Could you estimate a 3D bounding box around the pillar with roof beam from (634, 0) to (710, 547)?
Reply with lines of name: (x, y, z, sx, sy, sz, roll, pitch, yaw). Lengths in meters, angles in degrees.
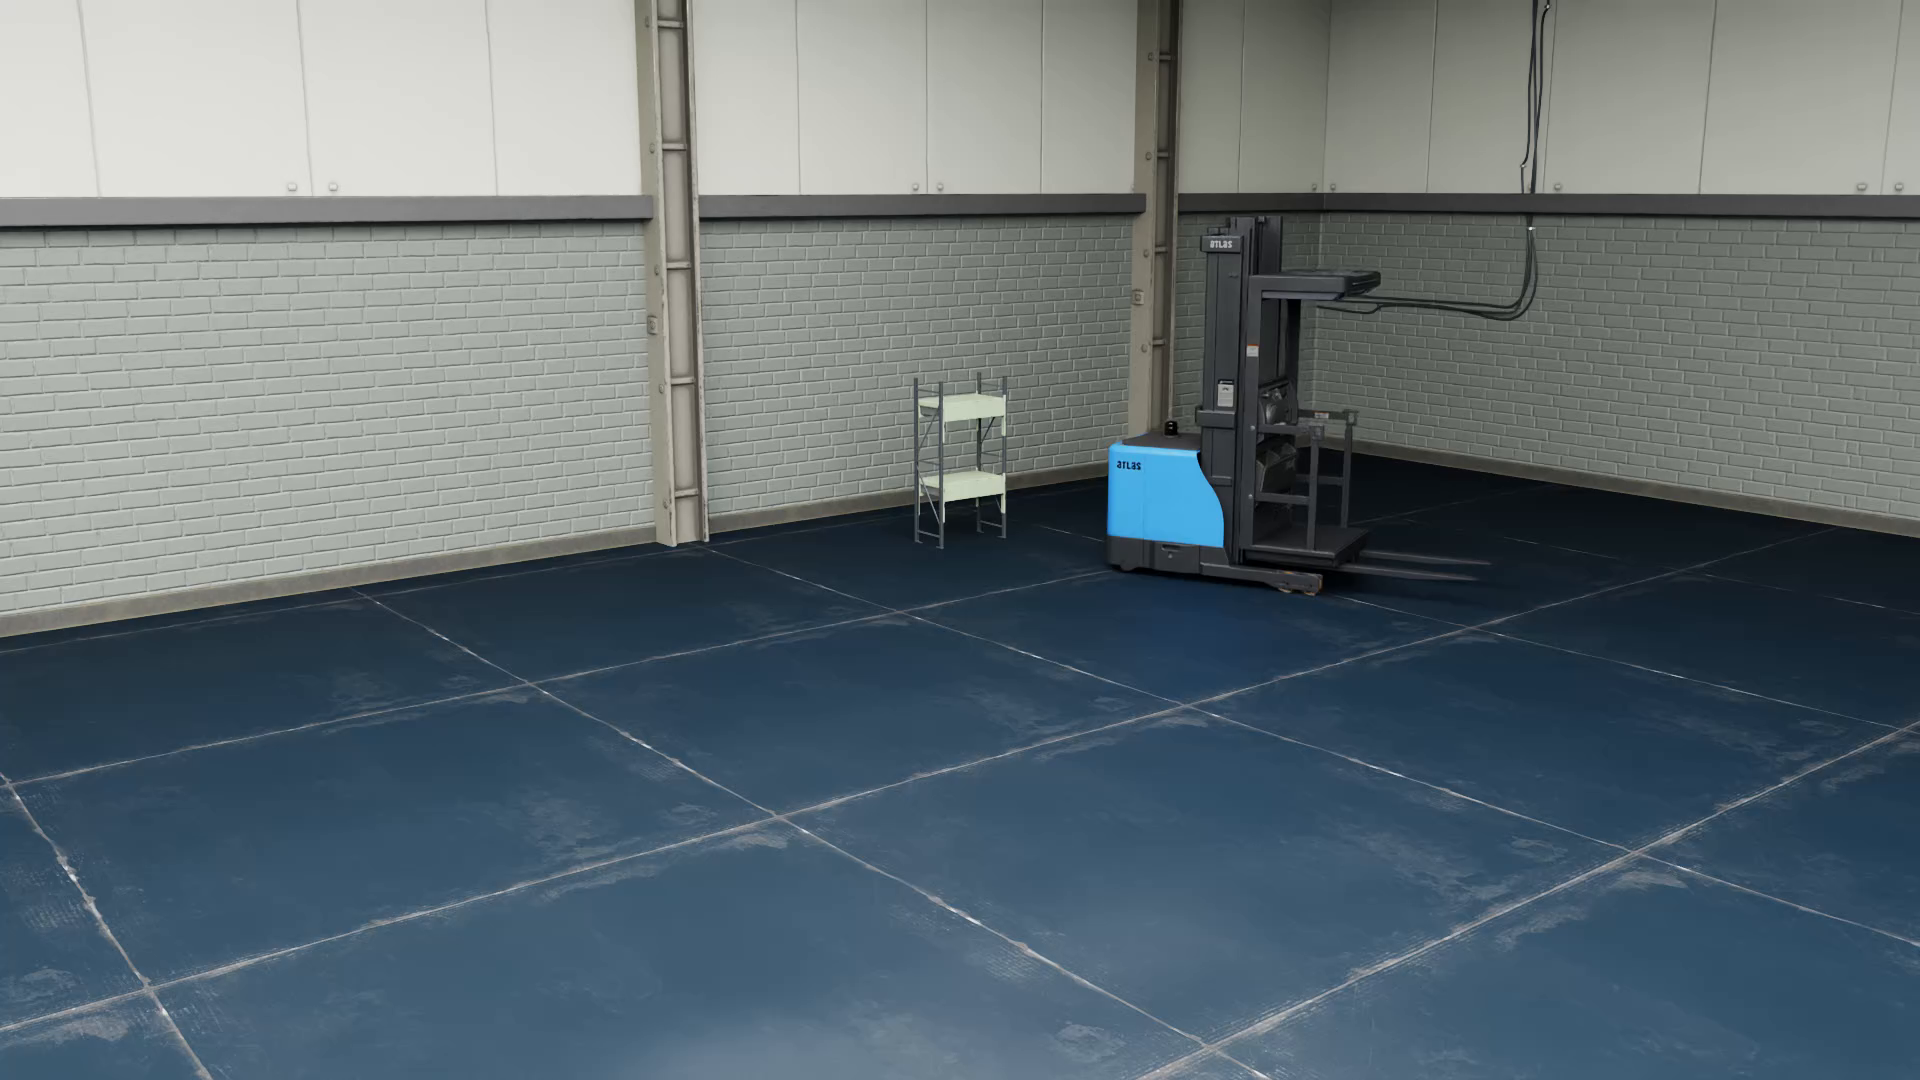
pillar with roof beam: (0.151, -3.694, 10.984, 0.400, 9.000, 9.100, -9, 15, -38)

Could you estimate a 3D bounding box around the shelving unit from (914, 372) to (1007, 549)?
shelving unit: (0.005, -0.735, 15.098, 0.755, 1.500, 0.431, -9, 15, -38)

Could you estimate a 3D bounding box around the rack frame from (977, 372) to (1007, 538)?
rack frame: (0.291, -0.782, 15.322, 0.023, 1.500, 0.400, -9, 15, -38)

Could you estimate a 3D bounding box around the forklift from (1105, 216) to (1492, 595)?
forklift: (2.771, -1.120, 13.469, 3.031, 2.935, 1.130, 6, 14, 27)

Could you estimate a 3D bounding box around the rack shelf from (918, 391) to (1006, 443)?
rack shelf: (0.005, -1.116, 15.017, 0.720, 0.370, 0.431, -9, 15, -38)

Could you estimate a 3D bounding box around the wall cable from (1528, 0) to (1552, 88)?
wall cable: (6.963, -5.852, 16.460, 0.112, 2.526, 3.097, -9, 15, -38)

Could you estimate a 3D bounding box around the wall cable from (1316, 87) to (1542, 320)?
wall cable: (5.273, -3.820, 19.051, 0.112, 2.526, 3.097, -9, 15, -38)

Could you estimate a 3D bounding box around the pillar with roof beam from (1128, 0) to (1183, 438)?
pillar with roof beam: (4.836, -4.473, 14.650, 0.400, 9.000, 9.100, -9, 15, -38)

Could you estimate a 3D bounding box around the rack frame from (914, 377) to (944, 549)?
rack frame: (-0.281, -0.687, 14.875, 0.023, 1.500, 0.400, -9, 15, -38)

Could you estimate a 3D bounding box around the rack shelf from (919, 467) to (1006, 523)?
rack shelf: (0.005, -0.416, 15.166, 0.720, 0.370, 0.431, -9, 15, -38)
